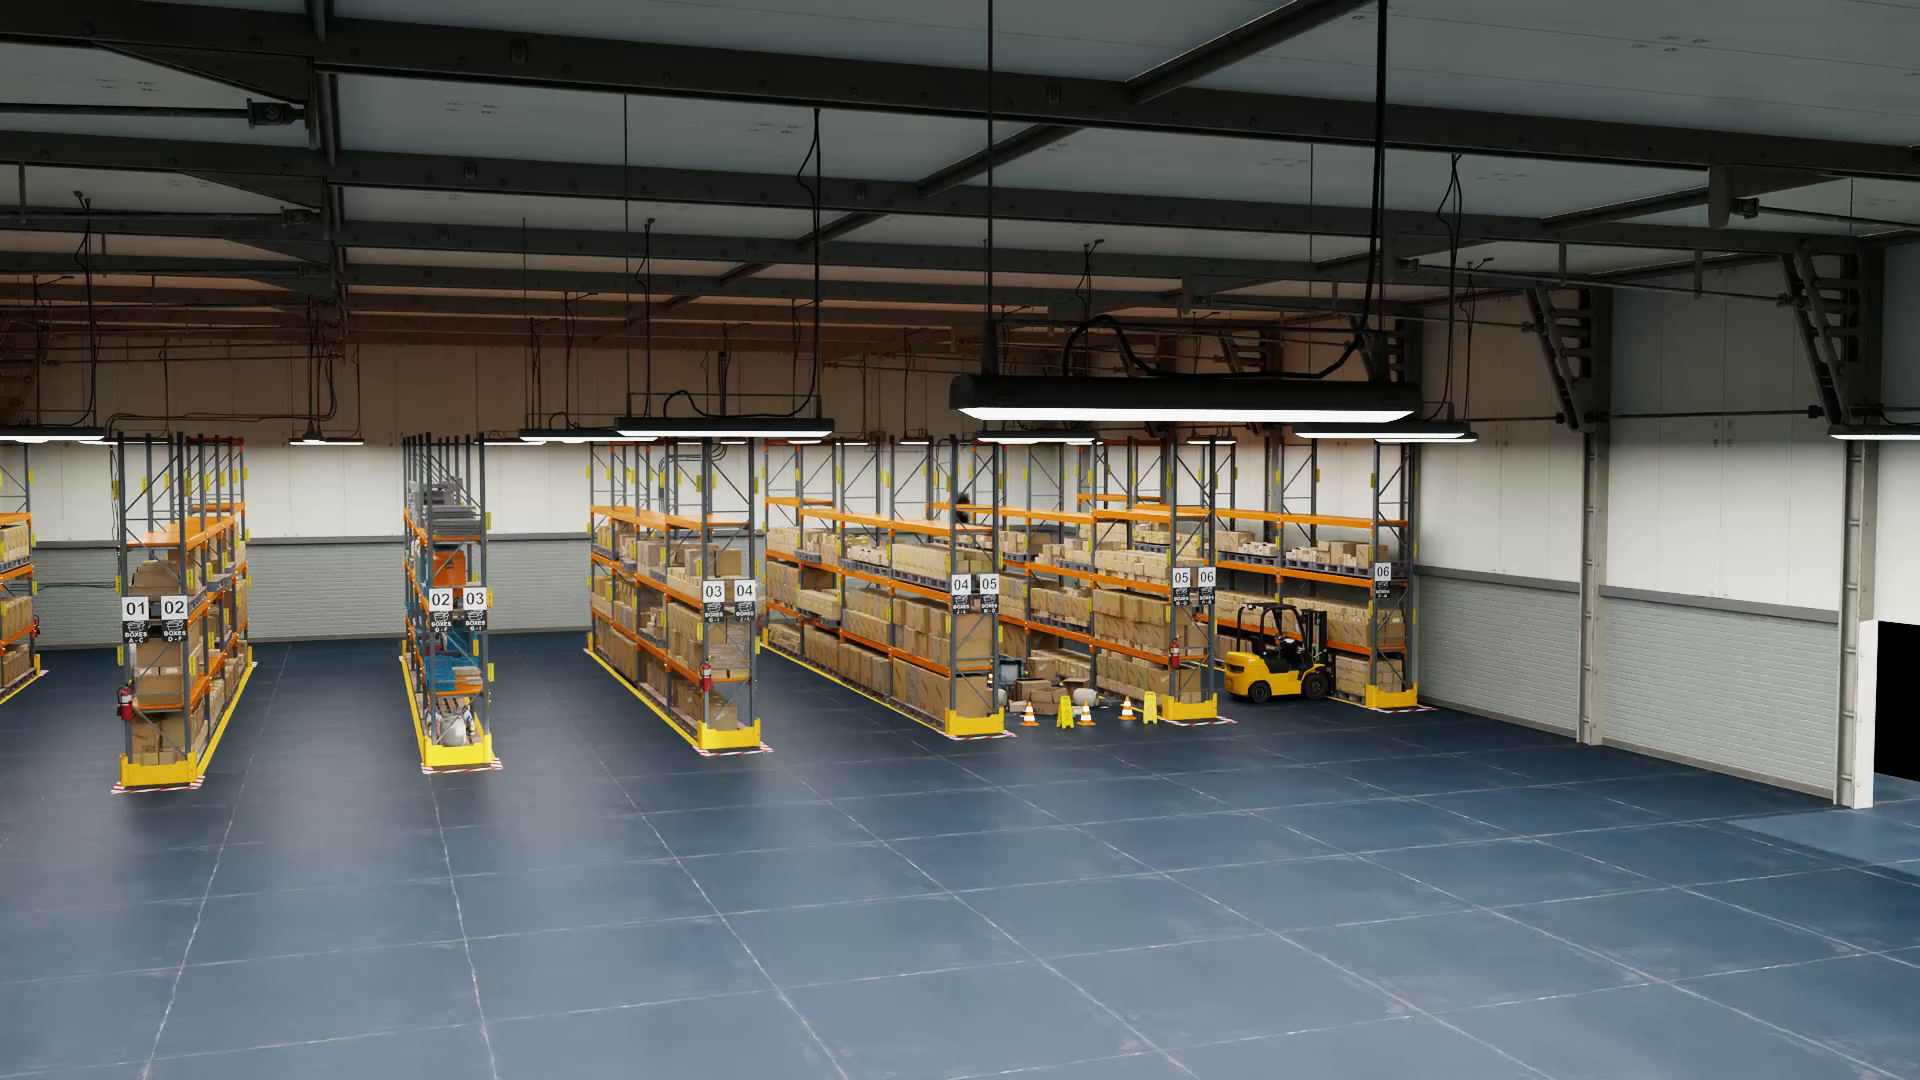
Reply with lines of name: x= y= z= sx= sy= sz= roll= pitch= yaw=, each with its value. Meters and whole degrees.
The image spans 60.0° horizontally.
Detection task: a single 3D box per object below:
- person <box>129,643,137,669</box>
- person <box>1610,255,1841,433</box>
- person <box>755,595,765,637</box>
person: x=-18.383 y=2.872 z=36.998 sx=0.555 sy=1.598 sz=0.549 roll=-2 pitch=4 yaw=-26
person: x=8.340 y=-0.860 z=37.552 sx=2.141 sy=8.994 sz=25.335 roll=-2 pitch=4 yaw=-27
person: x=-5.992 y=2.276 z=49.502 sx=0.489 sy=1.286 sz=0.603 roll=-1 pitch=3 yaw=-13
